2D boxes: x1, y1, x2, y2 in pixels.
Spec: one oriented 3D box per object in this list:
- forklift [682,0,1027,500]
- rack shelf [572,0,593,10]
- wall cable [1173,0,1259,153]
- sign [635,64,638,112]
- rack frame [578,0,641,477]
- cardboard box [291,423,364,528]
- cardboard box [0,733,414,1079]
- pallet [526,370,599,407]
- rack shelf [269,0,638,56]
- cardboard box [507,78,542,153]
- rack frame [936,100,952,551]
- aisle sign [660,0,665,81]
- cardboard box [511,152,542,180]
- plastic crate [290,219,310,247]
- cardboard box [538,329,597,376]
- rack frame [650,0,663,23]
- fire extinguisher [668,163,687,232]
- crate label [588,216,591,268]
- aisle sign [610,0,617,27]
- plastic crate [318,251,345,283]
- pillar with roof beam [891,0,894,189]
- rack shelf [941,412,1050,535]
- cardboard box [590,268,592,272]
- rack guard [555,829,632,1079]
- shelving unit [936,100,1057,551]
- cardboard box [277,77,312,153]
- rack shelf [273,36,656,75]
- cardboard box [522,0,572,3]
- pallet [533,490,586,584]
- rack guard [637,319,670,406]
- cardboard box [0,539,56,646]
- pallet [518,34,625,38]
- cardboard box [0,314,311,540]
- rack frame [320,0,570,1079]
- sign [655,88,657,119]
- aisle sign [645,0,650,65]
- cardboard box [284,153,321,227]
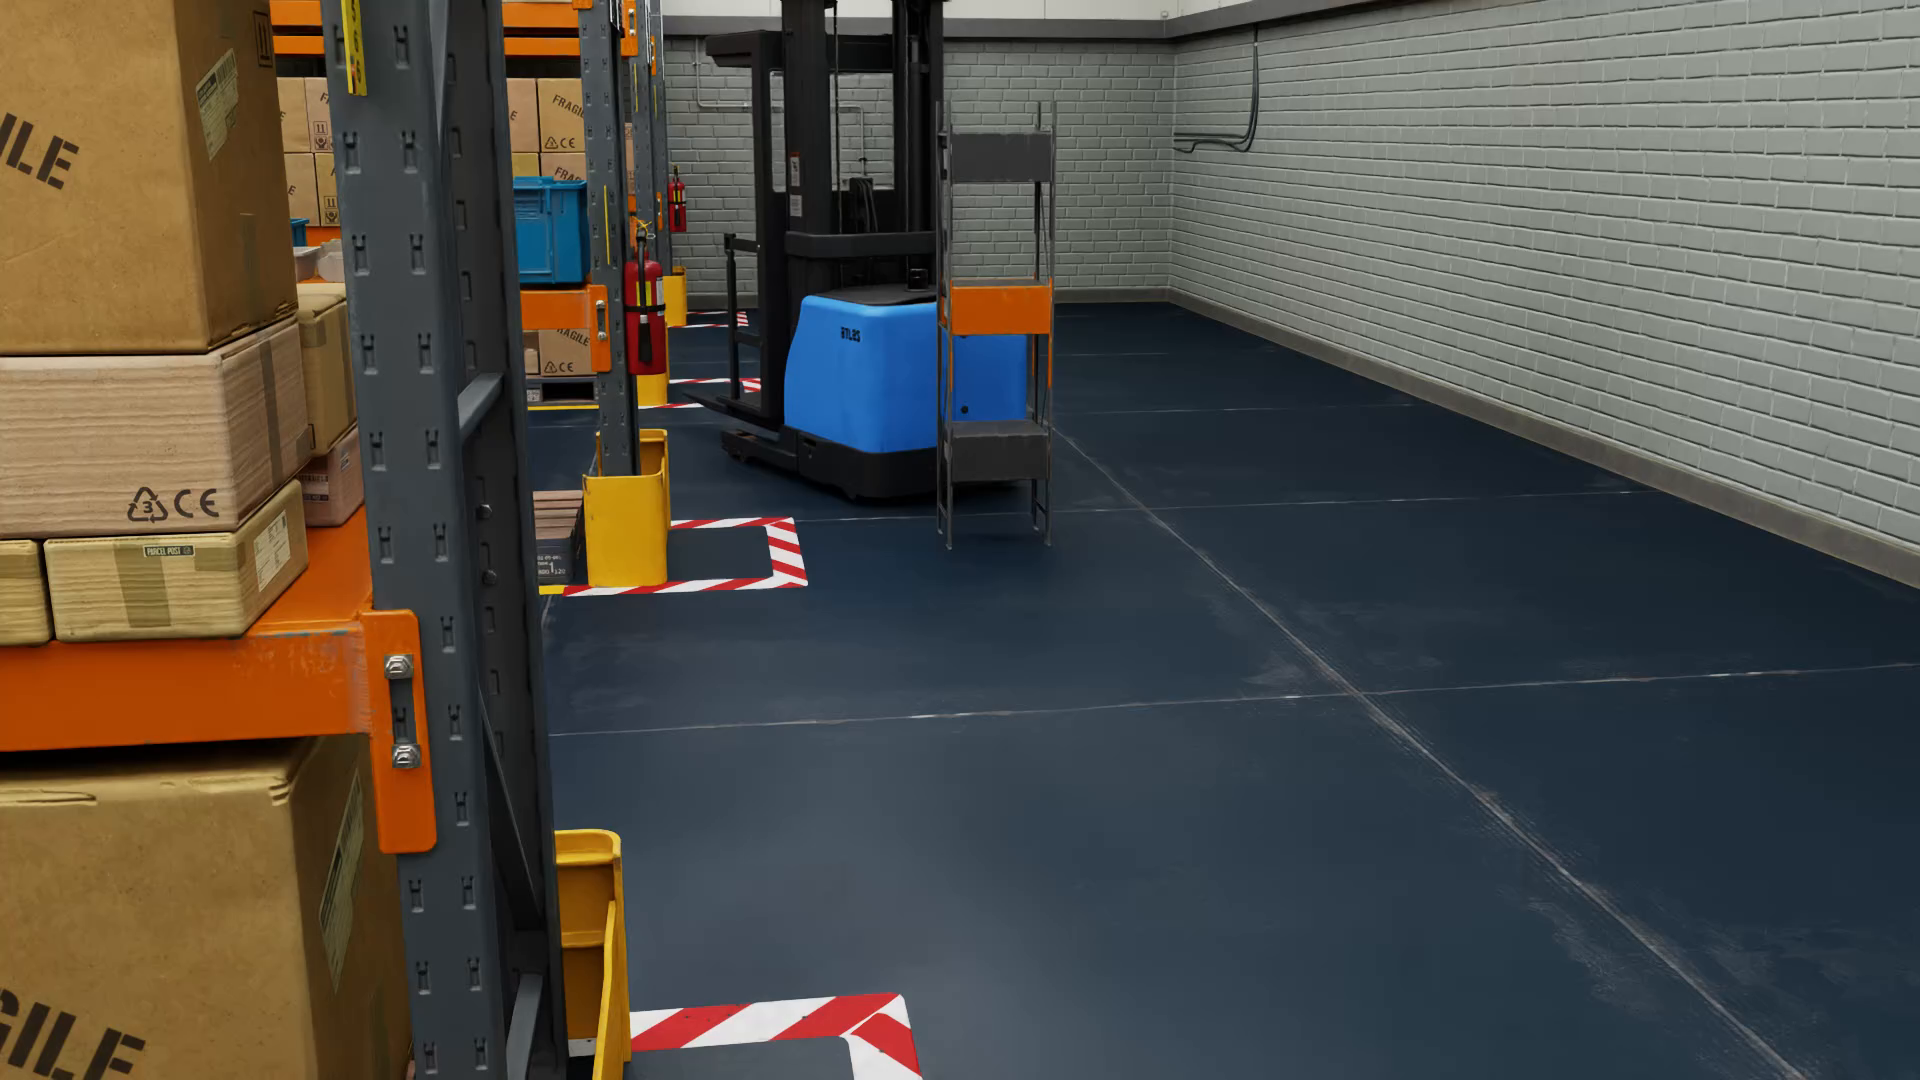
[{"bbox_3d":[-0.815,-1.945,9.951,1.130,2.935,3.031,-9,16,-31],"label":"forklift"},{"bbox_3d":[-3.565,-2.416,7.002,4.000,0.370,1.077,-2,14,-8],"label":"rack shelf"},{"bbox_3d":[2.582,-5.288,17.193,0.112,2.526,3.097,-2,14,-8],"label":"wall cable"},{"bbox_3d":[-2.259,-3.155,11.606,0.005,0.325,0.100,-2,14,-8],"label":"sign"},{"bbox_3d":[-1.588,-1.383,7.569,0.127,3.000,1.000,-2,14,-8],"label":"rack frame"},{"bbox_3d":[-1.250,-0.136,3.114,0.250,0.149,0.380,-2,14,-8],"label":"cardboard box"},{"bbox_3d":[-1.471,0.678,2.856,0.875,0.875,0.875,-2,14,-8],"label":"cardboard box"},{"bbox_3d":[-3.185,-1.190,12.532,1.213,0.211,1.003,-2,14,-8],"label":"pallet"},{"bbox_3d":[-4.300,-3.608,11.754,4.000,0.370,1.077,-2,14,-8],"label":"rack shelf"},{"bbox_3d":[-3.221,-3.007,11.784,0.500,0.500,0.500,-2,14,-7],"label":"cardboard box"},{"bbox_3d":[-0.078,-1.016,7.955,0.015,2.100,0.400,-2,14,-8],"label":"rack frame"},{"bbox_3d":[-2.948,-4.957,16.477,0.004,0.787,0.394,-2,14,-8],"label":"aisle sign"},{"bbox_3d":[-3.237,-2.521,11.904,0.500,0.500,0.500,-2,14,-8],"label":"cardboard box"},{"bbox_3d":[-3.183,-1.353,7.672,0.300,0.233,0.416,-2,14,-8],"label":"plastic crate"},{"bbox_3d":[-2.823,-1.496,12.256,0.500,0.500,0.500,-2,14,-8],"label":"cardboard box"},{"bbox_3d":[-3.064,-6.676,16.341,0.127,3.000,1.000,-2,14,-8],"label":"rack frame"},{"bbox_3d":[-2.846,-3.442,16.705,0.183,0.674,0.296,-2,14,-8],"label":"fire extinguisher"},{"bbox_3d":[-1.881,-1.401,7.862,0.303,0.233,0.416,-2,14,-8],"label":"crate label"},{"bbox_3d":[-1.473,-2.576,6.982,0.004,0.787,0.394,-2,14,-8],"label":"aisle sign"},{"bbox_3d":[-2.656,-1.204,7.274,0.243,0.136,0.396,-2,14,-8],"label":"plastic crate"},{"bbox_3d":[0.119,-5.946,13.432,0.400,9.000,9.100,-2,14,-8],"label":"pillar with roof beam"},{"bbox_3d":[0.164,-0.332,8.164,0.480,0.518,0.431,-2,14,-8],"label":"rack shelf"},{"bbox_3d":[-3.741,-2.707,17.127,0.500,0.500,0.700,-2,14,-8],"label":"cardboard box"},{"bbox_3d":[-0.826,1.020,3.126,0.348,0.500,1.175,-2,14,-8],"label":"rack guard"},{"bbox_3d":[0.164,-1.024,7.990,0.503,2.100,0.431,-2,14,-8],"label":"shelving unit"},{"bbox_3d":[-4.751,-2.949,11.555,0.500,0.500,0.500,-3,14,-10],"label":"cardboard box"},{"bbox_3d":[-5.041,-4.799,16.504,4.000,0.370,1.077,-2,14,-8],"label":"rack shelf"},{"bbox_3d":[-2.791,-3.874,11.646,0.500,0.250,0.500,-2,14,-8],"label":"cardboard box"},{"bbox_3d":[-2.409,-0.010,7.826,1.213,0.211,1.003,-2,14,-8],"label":"pallet"},{"bbox_3d":[-2.397,-1.359,12.613,0.348,0.500,1.175,-2,14,-8],"label":"rack guard"},{"bbox_3d":[-1.410,0.033,2.442,0.250,0.149,0.380,-2,14,-8],"label":"cardboard box"},{"bbox_3d":[-3.796,-5.148,16.600,1.213,0.211,1.003,-2,14,-8],"label":"pallet"},{"bbox_3d":[-1.290,-0.181,2.476,0.500,0.250,0.500,-2,14,-9],"label":"cardboard box"},{"bbox_3d":[-0.850,-0.191,2.818,0.127,3.000,1.000,-2,14,-8],"label":"rack frame"},{"bbox_3d":[-2.997,-4.311,16.379,0.005,0.325,0.100,-2,14,-8],"label":"sign"},{"bbox_3d":[-2.209,-3.764,11.720,0.004,0.787,0.394,-2,14,-8],"label":"aisle sign"},{"bbox_3d":[-4.732,-2.468,11.689,0.500,0.500,0.500,-2,14,-9],"label":"cardboard box"}]
